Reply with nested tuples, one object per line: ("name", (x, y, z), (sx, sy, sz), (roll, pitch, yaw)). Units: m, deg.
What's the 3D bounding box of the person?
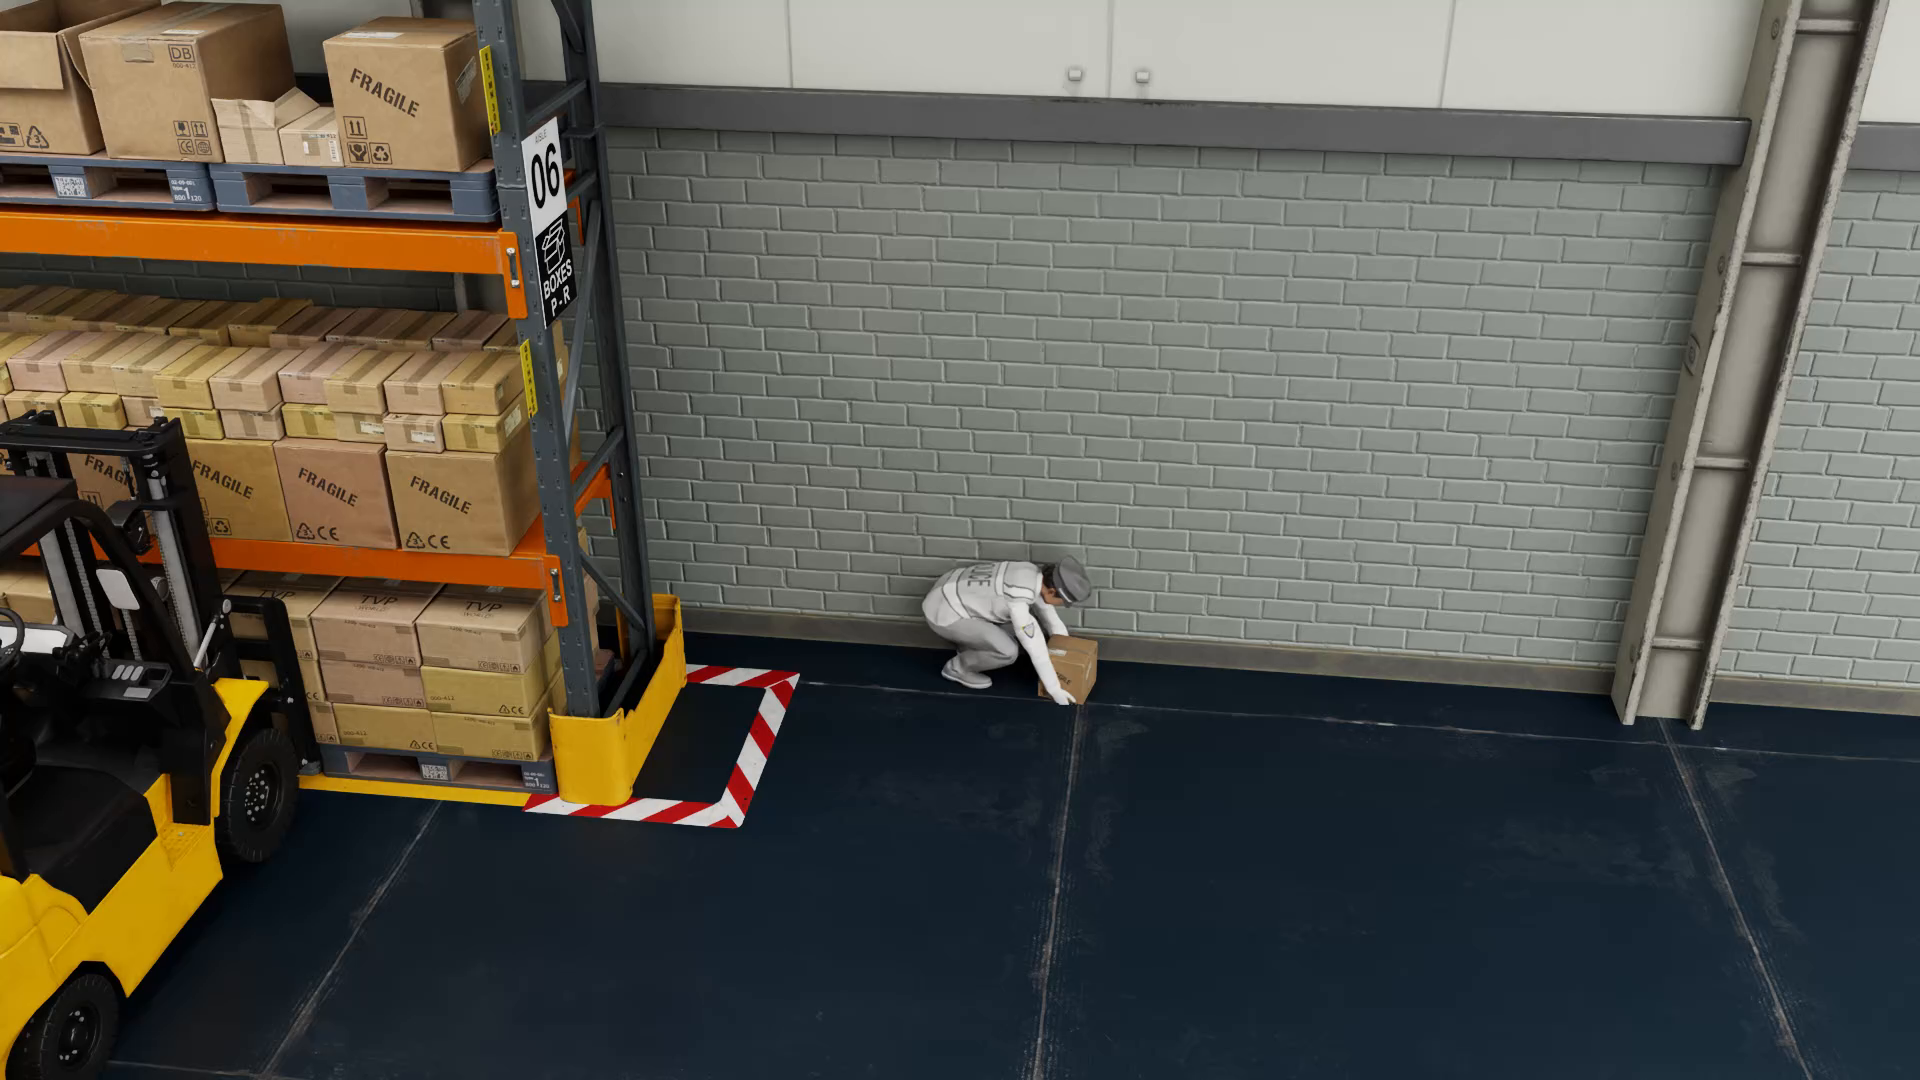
("person", (0.249, 0.435, 8.852), (0.893, 0.832, 0.473), (10, 30, 17))
